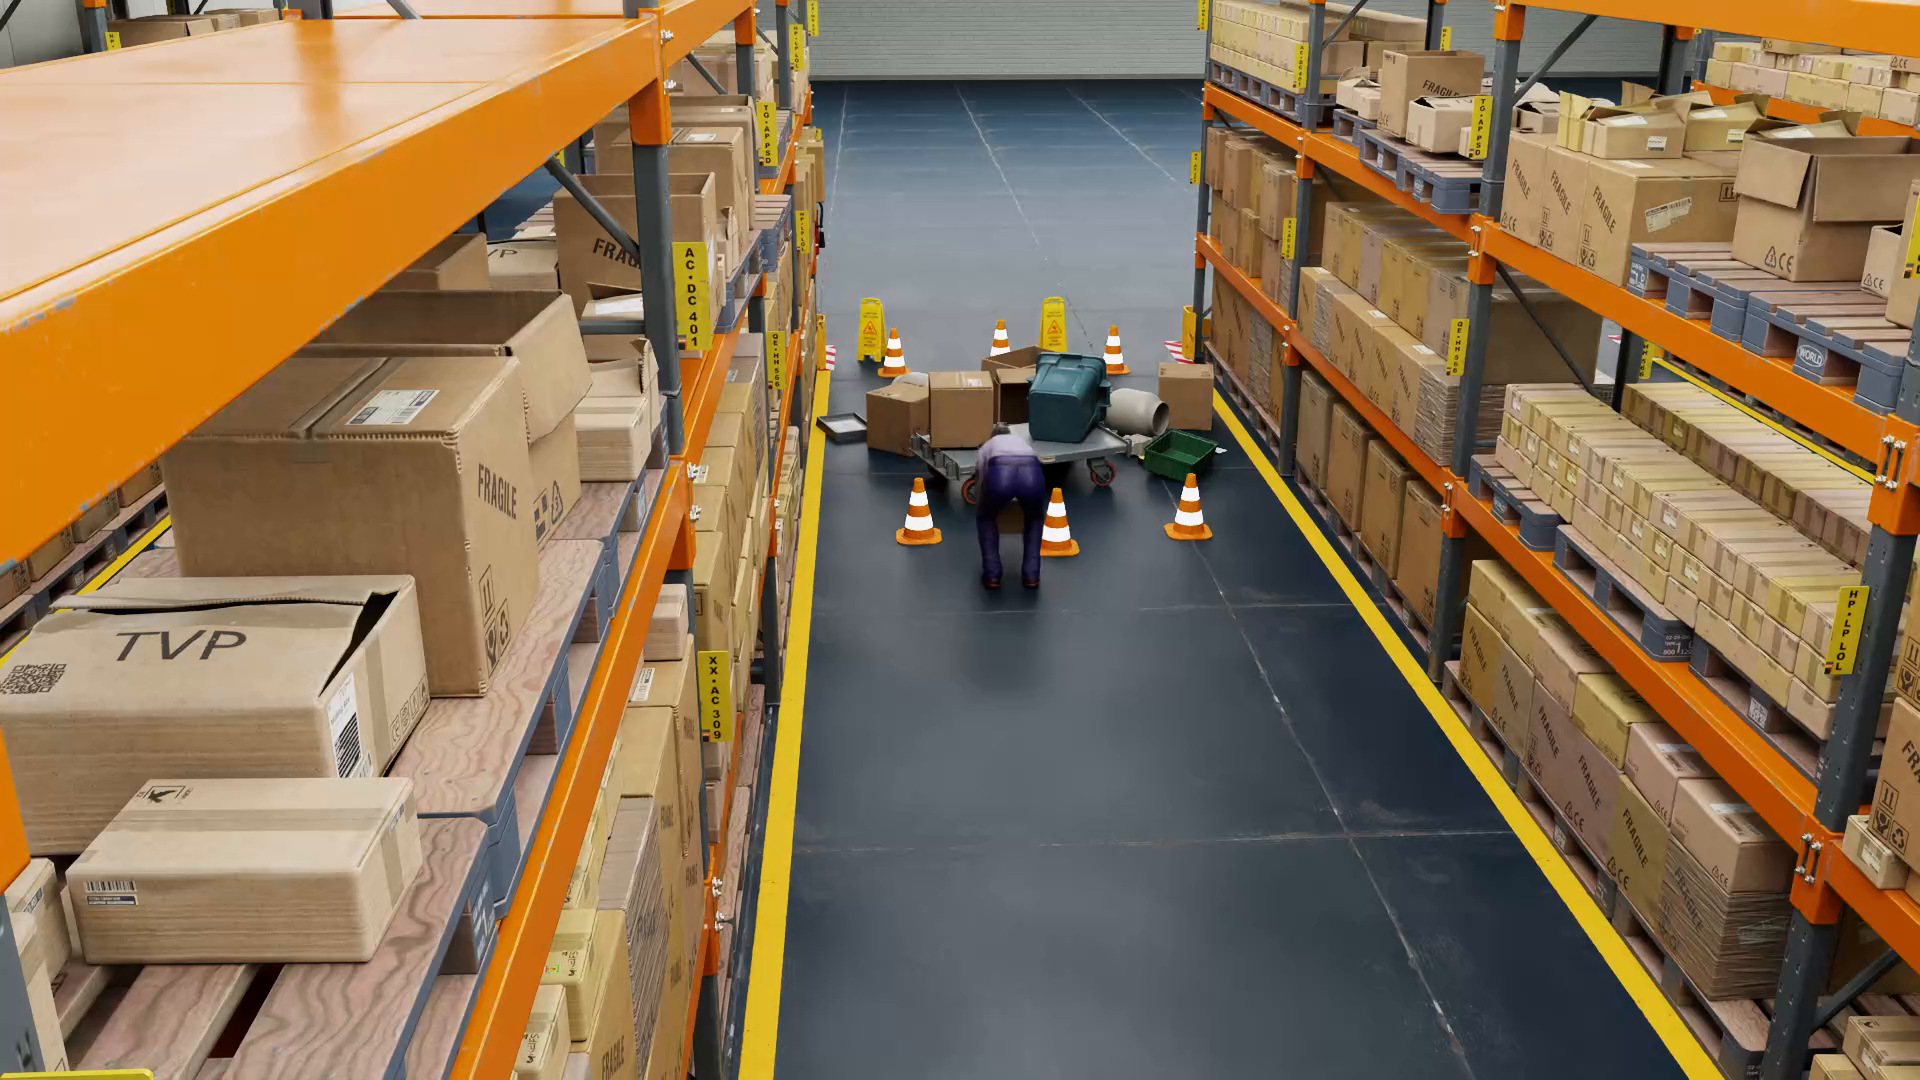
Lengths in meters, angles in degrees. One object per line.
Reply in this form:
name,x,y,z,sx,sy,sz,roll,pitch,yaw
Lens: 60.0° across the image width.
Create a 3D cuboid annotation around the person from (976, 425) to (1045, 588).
person,0.339,-0.238,11.665,0.483,1.001,0.910,-2,21,-5
